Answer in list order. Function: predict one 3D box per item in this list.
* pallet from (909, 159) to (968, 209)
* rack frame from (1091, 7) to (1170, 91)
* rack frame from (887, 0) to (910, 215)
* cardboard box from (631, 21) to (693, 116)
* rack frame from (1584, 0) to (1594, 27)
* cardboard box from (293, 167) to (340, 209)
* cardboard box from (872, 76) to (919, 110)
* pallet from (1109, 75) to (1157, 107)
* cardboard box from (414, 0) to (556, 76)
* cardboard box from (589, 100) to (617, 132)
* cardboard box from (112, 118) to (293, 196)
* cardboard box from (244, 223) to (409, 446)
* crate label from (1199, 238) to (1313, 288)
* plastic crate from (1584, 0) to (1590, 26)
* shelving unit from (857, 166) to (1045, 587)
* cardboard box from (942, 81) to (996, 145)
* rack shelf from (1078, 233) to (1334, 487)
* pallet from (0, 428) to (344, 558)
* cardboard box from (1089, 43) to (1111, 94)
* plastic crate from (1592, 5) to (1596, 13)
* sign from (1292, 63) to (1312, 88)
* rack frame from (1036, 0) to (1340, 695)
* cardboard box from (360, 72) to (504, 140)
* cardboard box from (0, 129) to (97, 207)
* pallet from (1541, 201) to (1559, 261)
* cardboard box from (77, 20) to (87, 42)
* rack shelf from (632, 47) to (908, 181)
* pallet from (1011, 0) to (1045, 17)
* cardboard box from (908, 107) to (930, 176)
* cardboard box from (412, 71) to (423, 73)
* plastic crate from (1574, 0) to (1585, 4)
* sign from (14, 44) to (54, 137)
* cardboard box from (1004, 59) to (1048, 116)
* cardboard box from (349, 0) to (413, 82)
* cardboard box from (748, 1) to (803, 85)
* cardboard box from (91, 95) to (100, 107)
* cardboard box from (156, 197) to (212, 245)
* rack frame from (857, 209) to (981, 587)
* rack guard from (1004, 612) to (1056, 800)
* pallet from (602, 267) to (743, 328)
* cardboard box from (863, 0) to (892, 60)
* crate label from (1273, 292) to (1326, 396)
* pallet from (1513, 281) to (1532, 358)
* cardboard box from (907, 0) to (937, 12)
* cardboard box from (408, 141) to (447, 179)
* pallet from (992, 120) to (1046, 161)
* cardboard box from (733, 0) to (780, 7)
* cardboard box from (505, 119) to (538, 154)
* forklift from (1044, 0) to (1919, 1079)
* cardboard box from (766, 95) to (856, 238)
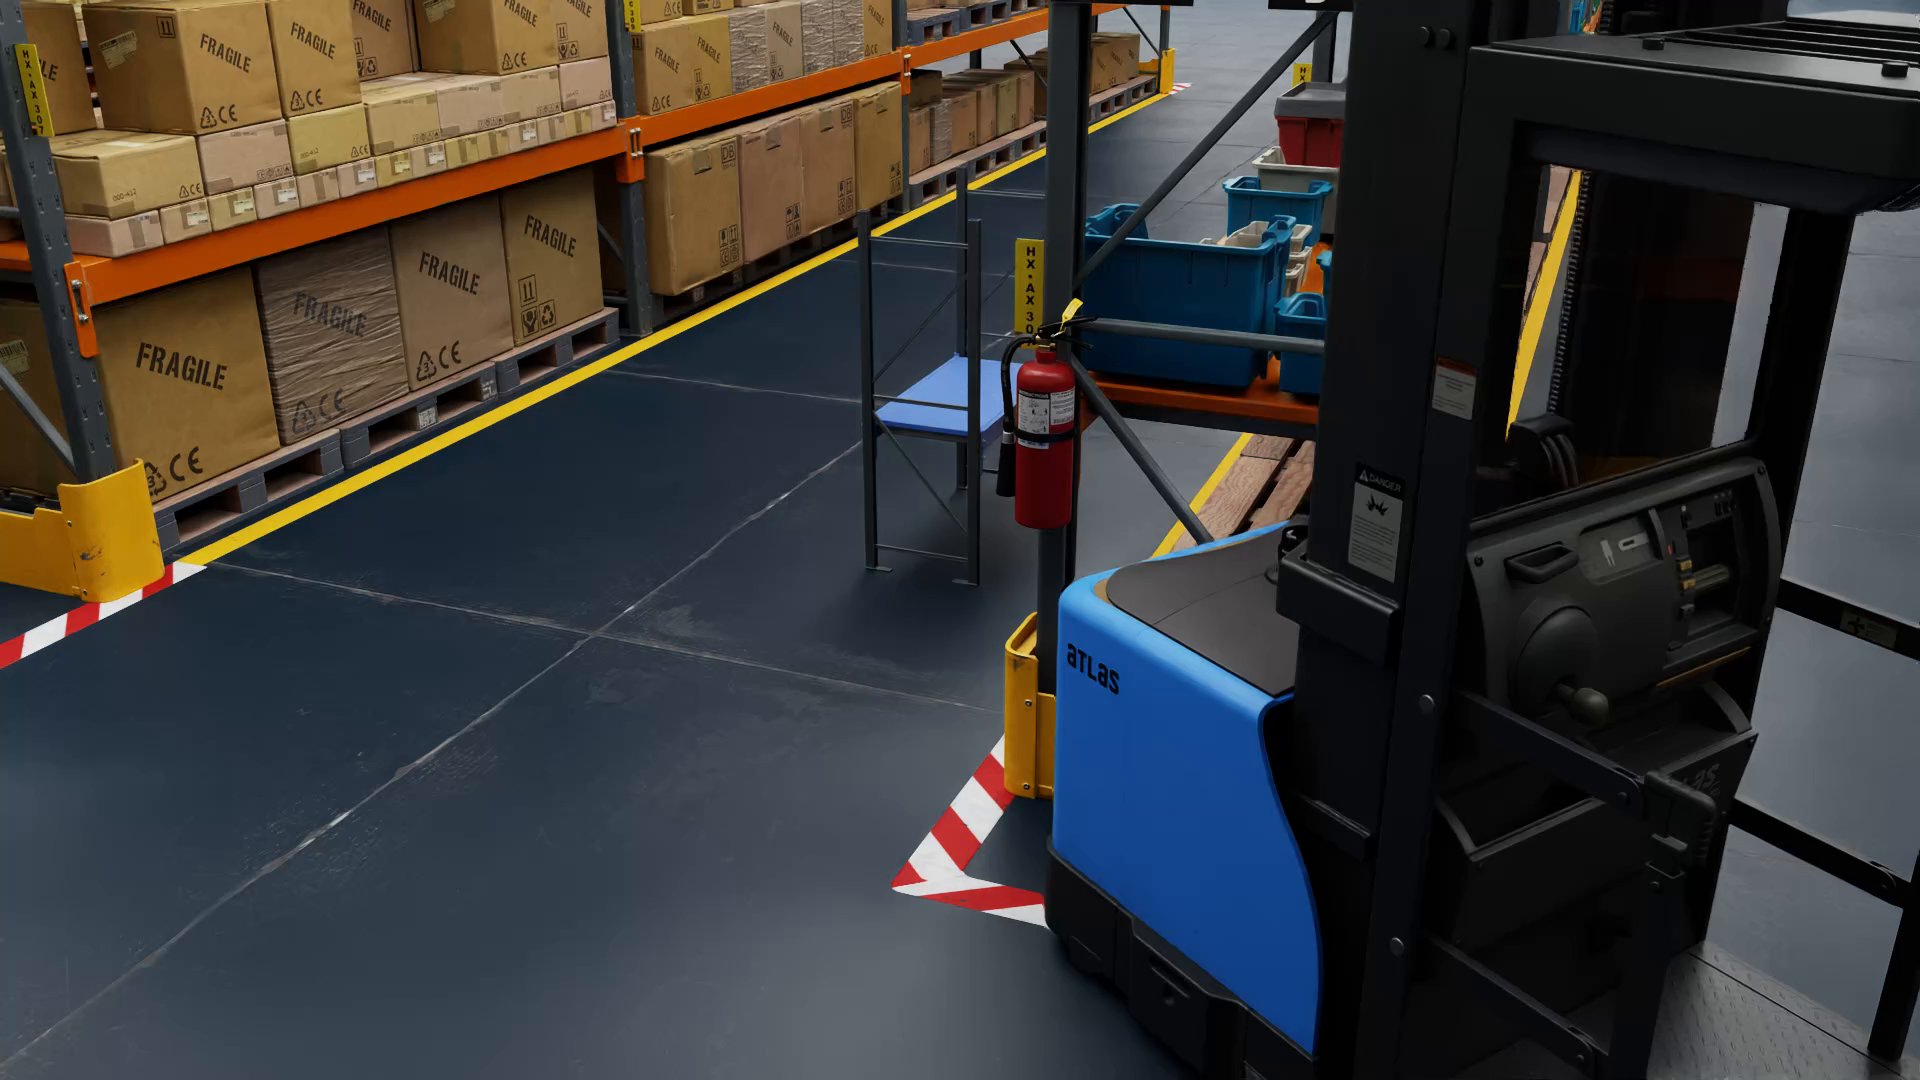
[{"bbox_3d":[-0.610,-3.132,14.475,1.003,0.211,1.213,9,24,20],"label":"pallet"},{"bbox_3d":[2.069,-7.003,20.123,1.000,3.000,0.127,9,24,20],"label":"rack frame"},{"bbox_3d":[-0.902,-4.140,13.269,1.000,3.000,0.127,9,24,20],"label":"rack frame"},{"bbox_3d":[-1.985,-2.883,10.131,0.500,0.500,0.500,9,24,20],"label":"cardboard box"},{"bbox_3d":[5.182,-4.862,14.998,1.000,3.000,0.127,9,24,20],"label":"rack frame"},{"bbox_3d":[-3.056,-1.609,7.536,0.380,0.149,0.250,8,24,19],"label":"cardboard box"},{"bbox_3d":[-0.681,-3.779,14.106,0.500,0.250,0.500,10,25,22],"label":"cardboard box"},{"bbox_3d":[1.707,-5.403,19.911,1.003,0.211,1.213,9,24,20],"label":"pallet"},{"bbox_3d":[-2.500,-2.741,8.756,0.500,0.500,0.500,9,24,21],"label":"cardboard box"},{"bbox_3d":[-2.197,-2.436,9.517,0.380,0.149,0.250,9,24,20],"label":"cardboard box"},{"bbox_3d":[-3.258,-1.665,7.153,0.500,0.250,0.500,8,24,19],"label":"cardboard box"},{"bbox_3d":[-3.372,-1.056,8.099,0.875,0.875,0.875,9,24,20],"label":"cardboard box"},{"bbox_3d":[1.062,-0.996,6.008,0.396,0.136,0.243,9,24,20],"label":"crate label"},{"bbox_3d":[5.287,-4.674,14.466,0.402,0.464,0.583,9,24,20],"label":"plastic crate"},{"bbox_3d":[0.032,-0.723,7.034,0.538,1.500,1.048,9,24,20],"label":"shelving unit"},{"bbox_3d":[-0.066,-4.036,15.692,0.700,0.500,0.500,7,24,15],"label":"cardboard box"},{"bbox_3d":[1.468,-0.952,6.570,1.077,0.370,4.000,9,24,20],"label":"rack shelf"},{"bbox_3d":[-3.649,-0.287,7.664,1.003,0.211,1.213,9,24,20],"label":"pallet"},{"bbox_3d":[1.382,-5.382,18.940,0.500,0.500,0.500,11,25,25],"label":"cardboard box"},{"bbox_3d":[5.495,-5.002,15.415,0.767,0.338,0.504,9,24,20],"label":"plastic crate"},{"bbox_3d":[1.701,-2.206,8.281,0.100,0.325,0.005,9,24,20],"label":"sign"},{"bbox_3d":[0.725,-0.568,4.717,1.000,3.000,0.127,9,24,20],"label":"rack frame"},{"bbox_3d":[-2.688,-2.213,8.464,0.500,0.250,0.500,9,24,21],"label":"cardboard box"},{"bbox_3d":[-3.940,-1.556,6.893,0.500,0.250,0.500,8,24,19],"label":"cardboard box"},{"bbox_3d":[4.020,-2.416,12.759,1.003,0.211,1.213,9,24,20],"label":"pallet"},{"bbox_3d":[-6.382,-3.608,11.776,0.380,0.149,0.250,8,24,18],"label":"cardboard box"},{"bbox_3d":[-1.645,-3.092,11.694,1.077,0.370,4.000,9,24,20],"label":"rack shelf"},{"bbox_3d":[0.165,-5.230,16.128,1.003,0.211,1.213,9,24,20],"label":"pallet"},{"bbox_3d":[-0.672,-3.432,14.247,0.700,0.500,0.500,7,24,17],"label":"cardboard box"},{"bbox_3d":[-2.995,-2.468,9.076,0.500,0.250,0.500,9,24,20],"label":"cardboard box"},{"bbox_3d":[4.581,-3.995,12.838,0.402,0.464,0.583,9,24,20],"label":"plastic crate"},{"bbox_3d":[-3.361,-1.631,6.038,0.100,0.325,0.005,9,24,20],"label":"sign"},{"bbox_3d":[0.769,-4.749,17.426,0.500,0.500,0.500,8,24,18],"label":"cardboard box"},{"bbox_3d":[-3.182,-2.626,8.480,0.500,0.500,0.500,8,24,18],"label":"cardboard box"},{"bbox_3d":[-1.426,-3.428,11.435,0.500,0.500,0.500,9,24,21],"label":"cardboard box"},{"bbox_3d":[-6.710,-3.326,13.045,0.500,0.250,0.500,10,25,23],"label":"cardboard box"},{"bbox_3d":[-3.341,-1.333,6.875,0.380,0.149,0.250,8,24,19],"label":"cardboard box"},{"bbox_3d":[-0.157,-0.541,6.599,0.500,1.500,0.032,9,24,20],"label":"rack frame"},{"bbox_3d":[0.728,0.596,5.174,1.175,0.500,0.348,9,24,20],"label":"rack guard"},{"bbox_3d":[-2.171,-1.708,11.066,1.003,0.211,1.213,9,24,20],"label":"pallet"},{"bbox_3d":[-0.855,-3.974,12.742,0.500,0.500,0.500,10,25,22],"label":"cardboard box"},{"bbox_3d":[1.122,-0.559,4.837,0.416,0.233,0.303,9,24,20],"label":"crate label"},{"bbox_3d":[2.988,-1.421,10.377,1.003,0.211,1.213,9,24,20],"label":"pallet"},{"bbox_3d":[-0.624,-4.793,14.157,0.700,0.500,0.500,13,26,28],"label":"cardboard box"},{"bbox_3d":[-2.770,-1.885,8.198,0.380,0.149,0.250,9,24,21],"label":"cardboard box"},{"bbox_3d":[0.296,-4.006,16.566,1.003,0.211,1.213,9,24,20],"label":"pallet"},{"bbox_3d":[-1.676,-3.916,11.301,0.797,0.503,0.637,10,25,22],"label":"cardboard box"},{"bbox_3d":[-2.483,-2.160,8.856,0.380,0.149,0.250,9,24,21],"label":"cardboard box"},{"bbox_3d":[1.459,0.120,3.160,1.130,2.935,3.031,-14,27,-30],"label":"forklift"},{"bbox_3d":[-1.516,-2.791,12.252,1.225,0.875,0.875,9,24,20],"label":"cardboard box"}]
